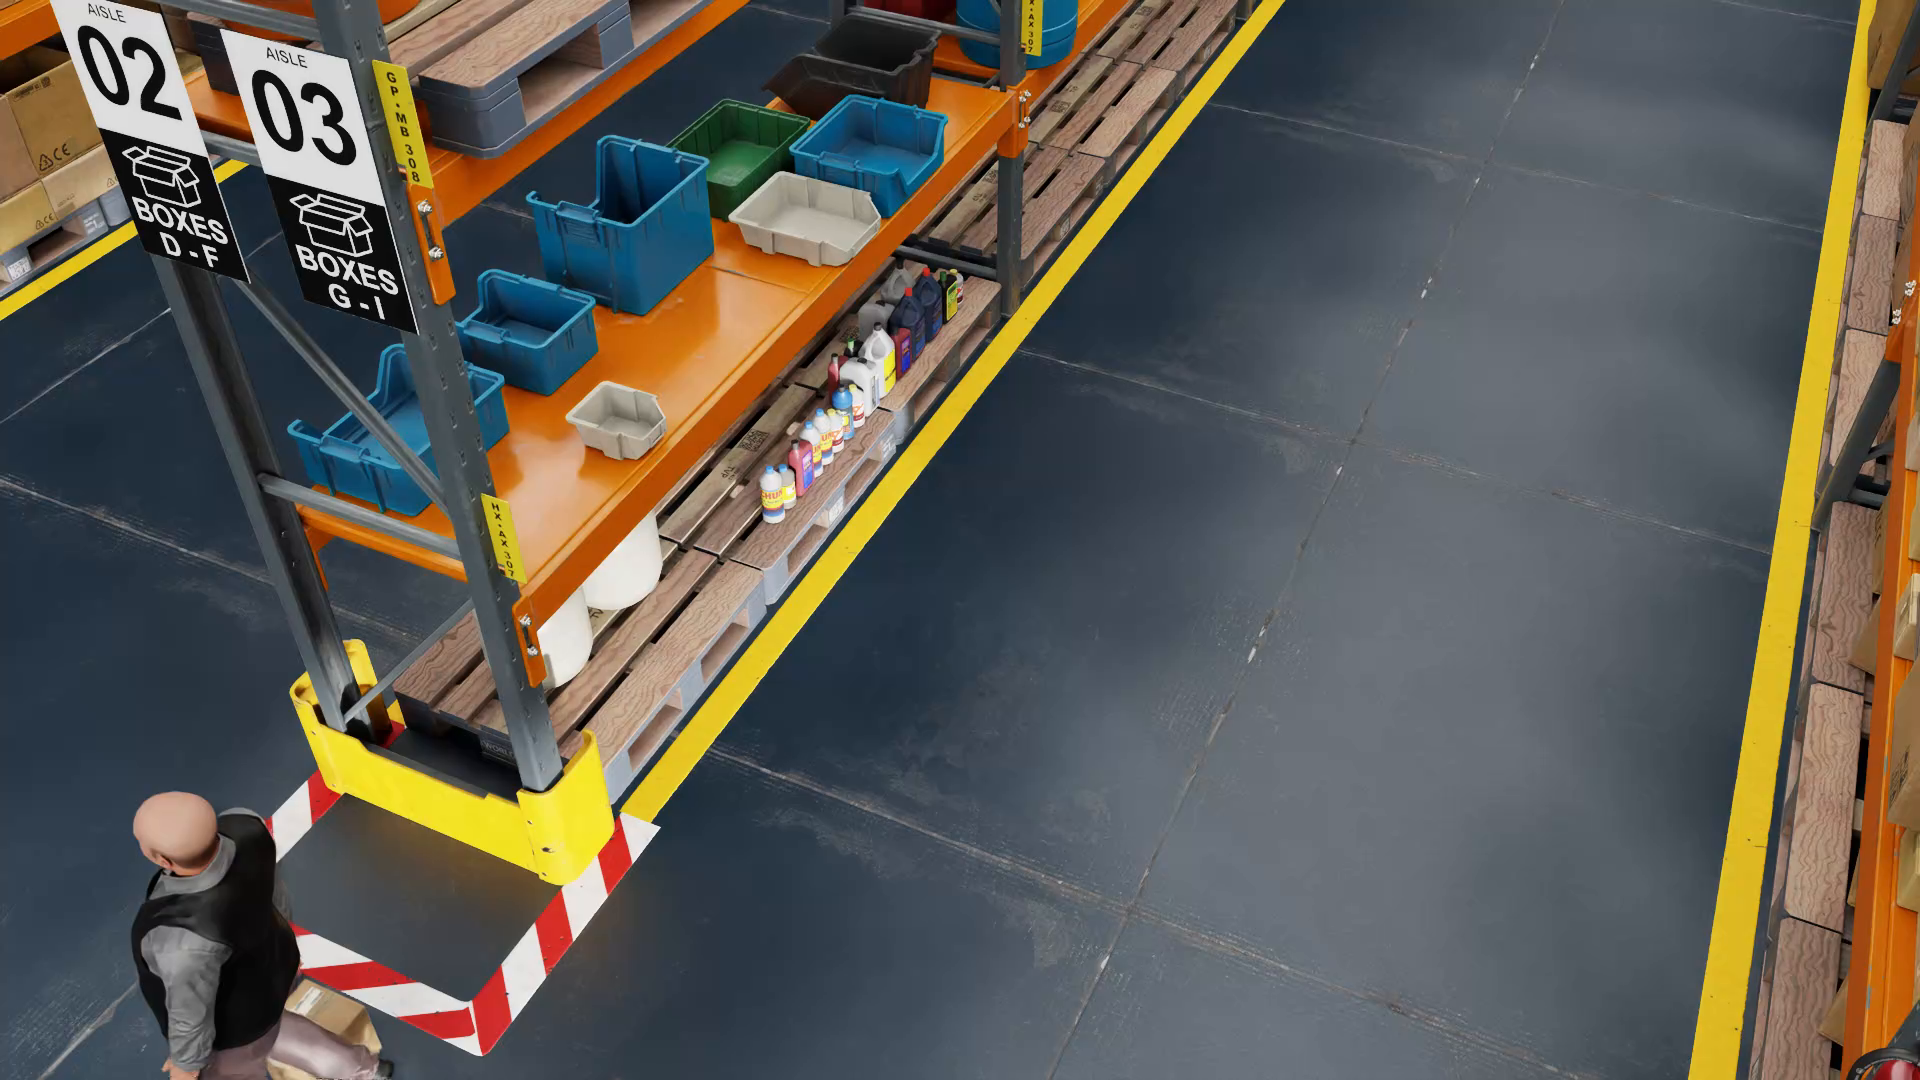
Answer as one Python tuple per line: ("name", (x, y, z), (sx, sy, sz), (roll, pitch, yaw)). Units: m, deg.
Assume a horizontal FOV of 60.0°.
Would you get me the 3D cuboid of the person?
("person", (-2.063, 1.292, 4.714), (0.565, 1.711, 0.542), (0, 42, 0))
